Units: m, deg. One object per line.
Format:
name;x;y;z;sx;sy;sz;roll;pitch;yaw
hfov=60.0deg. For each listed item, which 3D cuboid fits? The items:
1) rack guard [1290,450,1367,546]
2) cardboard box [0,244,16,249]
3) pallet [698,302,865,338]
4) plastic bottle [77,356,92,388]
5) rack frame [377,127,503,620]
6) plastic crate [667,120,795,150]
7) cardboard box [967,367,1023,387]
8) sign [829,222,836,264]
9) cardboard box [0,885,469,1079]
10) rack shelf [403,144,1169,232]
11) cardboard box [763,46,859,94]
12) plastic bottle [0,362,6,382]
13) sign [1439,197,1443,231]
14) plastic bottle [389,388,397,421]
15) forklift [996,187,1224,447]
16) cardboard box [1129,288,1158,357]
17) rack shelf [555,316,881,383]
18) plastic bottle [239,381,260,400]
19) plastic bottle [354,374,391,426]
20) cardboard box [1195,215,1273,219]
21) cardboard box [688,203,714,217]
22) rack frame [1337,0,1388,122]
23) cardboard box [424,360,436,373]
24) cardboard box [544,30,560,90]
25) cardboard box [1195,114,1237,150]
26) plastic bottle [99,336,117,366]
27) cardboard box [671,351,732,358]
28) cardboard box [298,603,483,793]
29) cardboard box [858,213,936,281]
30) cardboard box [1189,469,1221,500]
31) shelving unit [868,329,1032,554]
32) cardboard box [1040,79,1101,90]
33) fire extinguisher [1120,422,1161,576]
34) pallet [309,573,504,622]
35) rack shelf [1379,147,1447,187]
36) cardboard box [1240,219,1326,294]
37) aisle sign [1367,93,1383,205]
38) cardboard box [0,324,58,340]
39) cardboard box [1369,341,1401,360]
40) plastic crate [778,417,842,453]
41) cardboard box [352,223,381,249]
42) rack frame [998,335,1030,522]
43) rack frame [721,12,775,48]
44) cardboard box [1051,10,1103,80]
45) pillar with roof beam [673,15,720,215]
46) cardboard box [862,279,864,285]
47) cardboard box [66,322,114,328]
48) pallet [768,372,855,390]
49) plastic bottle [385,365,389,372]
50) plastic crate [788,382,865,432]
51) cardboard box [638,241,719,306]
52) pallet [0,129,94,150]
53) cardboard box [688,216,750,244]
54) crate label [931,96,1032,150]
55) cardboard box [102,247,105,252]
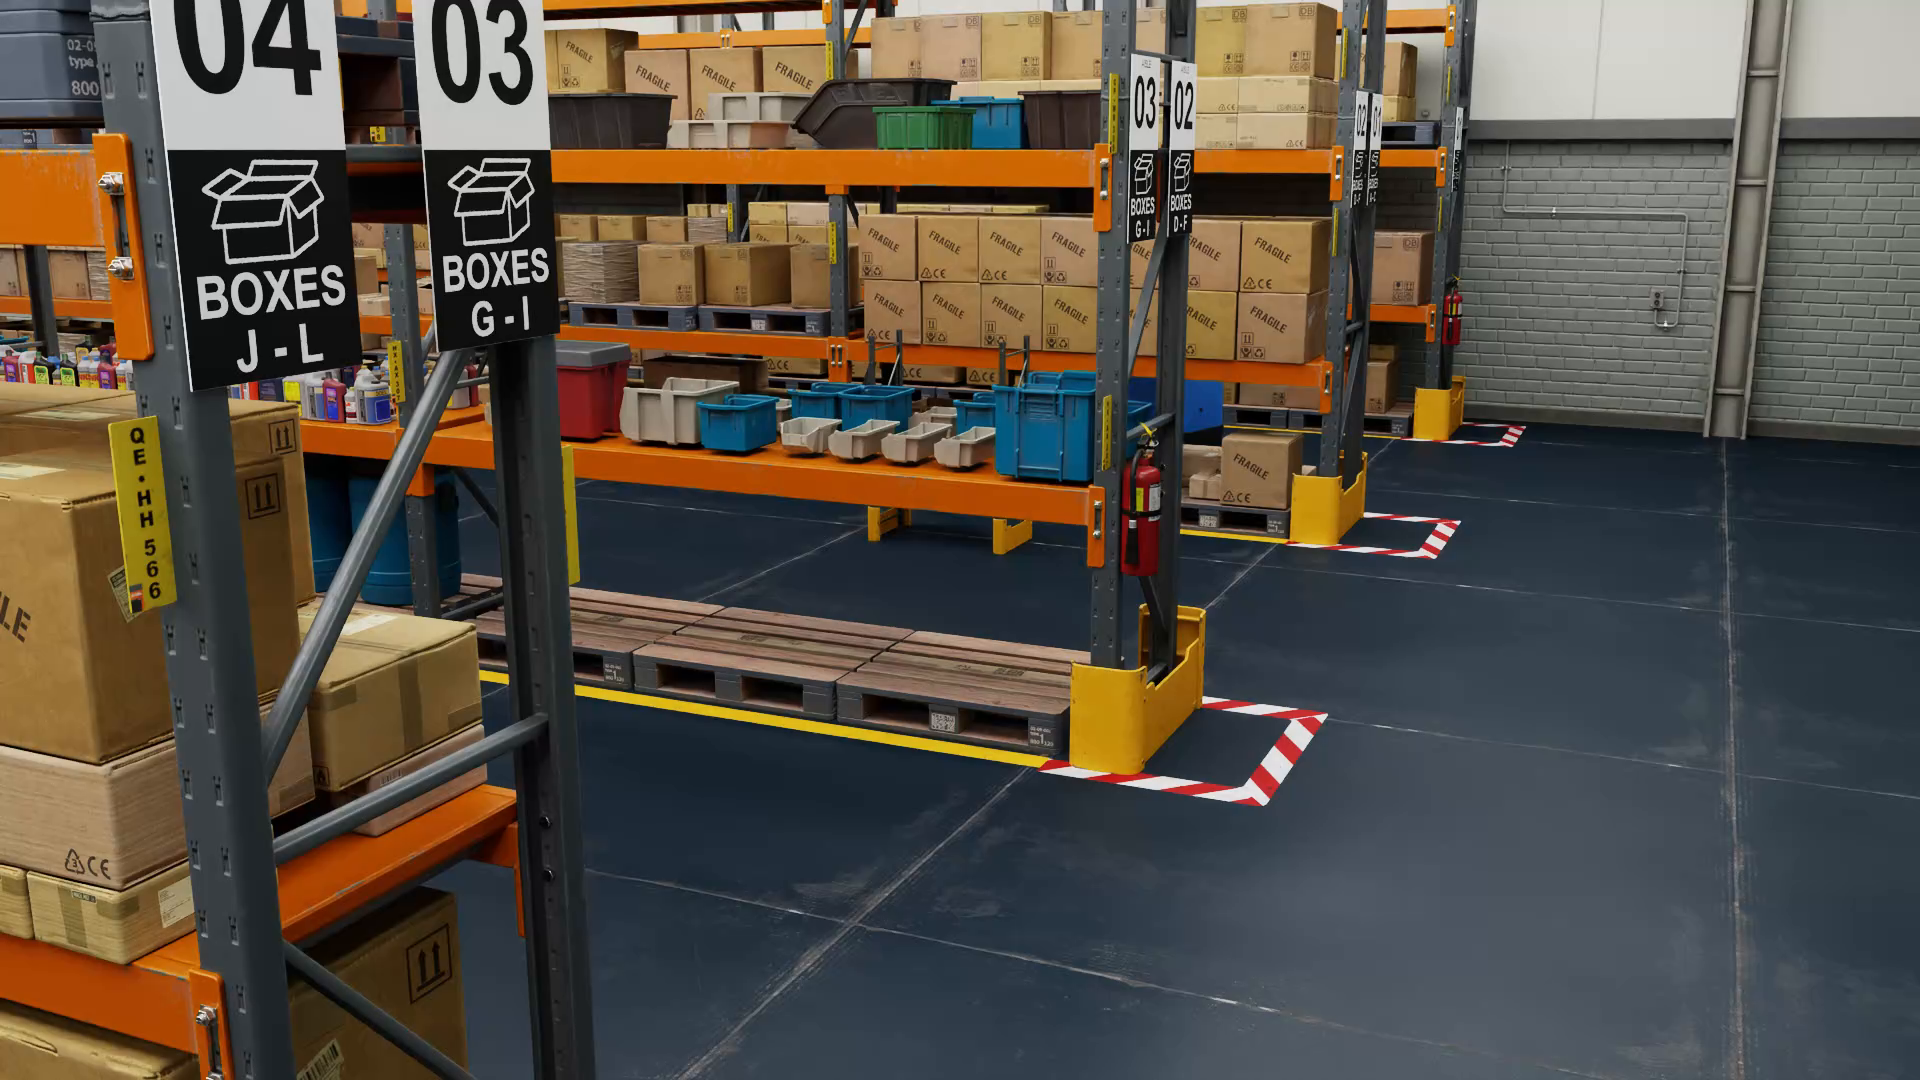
rack guard;2.798;-0.335;12.588;0.348;0.500;1.175;6;14;23
cardboard box;-9.844;-3.142;17.439;0.250;0.149;0.380;6;15;25
pallet;-1.476;-1.918;14.284;1.213;0.211;1.003;6;14;23
plastic bottle;-5.341;-0.988;10.179;0.097;0.271;0.097;0;13;0
rack frame;-2.799;-0.881;9.442;0.127;3.000;1.000;6;14;23
plastic crate;-1.132;-1.982;8.146;0.530;0.136;0.437;6;14;23
cardboard box;0.566;-2.141;18.599;0.750;0.750;0.750;6;14;24
sign;-1.011;-2.362;13.222;0.005;0.325;0.100;6;14;23
cardboard box;-1.766;1.311;3.832;0.875;0.875;0.875;6;14;23
rack shelf;-0.971;-1.806;8.393;4.000;0.370;1.077;6;14;23
cardboard box;-1.220;-3.739;13.700;0.600;0.600;0.600;4;14;18
plastic bottle;-6.008;-1.021;10.475;0.097;0.201;0.097;0;13;0
sign;4.638;-3.147;16.046;0.005;0.325;0.100;6;14;23
plastic bottle;-3.257;-0.781;9.451;0.097;0.201;0.097;0;13;0
forklift;1.014;-2.340;15.811;3.031;2.935;1.130;11;17;40
cardboard box;1.418;-1.673;12.598;0.500;0.500;0.500;6;14;24
rack shelf;-2.618;-1.750;14.720;4.000;0.370;1.077;6;14;23
plastic bottle;-4.086;-0.870;9.667;0.135;0.276;0.152;6;14;23
plastic bottle;-3.291;-0.789;9.324;0.135;0.276;0.152;6;14;23
cardboard box;2.088;-2.223;12.756;0.500;0.500;0.500;6;14;24
cardboard box;-3.072;-3.951;19.925;0.250;0.149;0.380;3;14;14
rack frame;2.867;-4.465;11.587;0.127;3.000;1.000;6;14;23
cardboard box;-5.291;-1.581;16.296;0.500;0.311;0.500;5;14;22
cardboard box;-3.584;-4.192;14.580;0.500;0.500;0.500;6;14;23
cardboard box;1.838;-2.973;12.121;0.500;0.250;0.500;6;14;23
plastic bottle;-5.703;-1.224;11.162;0.133;0.283;0.061;6;14;23
cardboard box;-3.123;-2.373;20.310;0.500;0.500;0.700;6;14;24
cardboard box;-1.478;0.351;3.869;0.500;0.250;0.500;5;14;22
cardboard box;-0.473;-2.348;13.288;0.500;0.500;0.500;6;15;25
cardboard box;1.937;-0.435;12.781;0.250;0.166;0.380;6;14;23
shelving unit;-0.070;-0.737;12.114;1.083;1.500;0.587;6;14;23
cardboard box;0.922;-3.308;12.454;0.500;0.250;0.500;6;14;23
fire extinguisher;0.812;-0.182;7.452;0.183;0.674;0.296;6;14;23
pallet;-3.488;0.397;10.102;1.213;0.211;1.003;6;14;23
rack shelf;3.042;-3.875;17.211;4.000;0.370;1.077;6;14;23
cardboard box;2.349;-2.064;12.077;0.500;0.500;0.500;6;14;23
aisle sign;3.049;-2.865;12.210;0.004;0.787;0.394;6;14;23
cardboard box;-9.991;-2.021;17.759;0.500;0.500;0.500;6;14;23
cardboard box;4.385;-1.957;17.162;0.250;0.149;0.380;6;14;24
plastic crate;-0.763;-0.523;8.364;0.250;0.136;0.298;6;14;23
cardboard box;-7.573;-4.065;21.655;0.500;0.500;0.500;5;14;22
rack frame;0.387;-0.691;11.917;0.032;1.500;0.500;6;14;23
rack frame;-2.444;-6.241;19.152;0.127;3.000;1.000;6;14;23
cardboard box;1.048;-3.738;12.647;0.500;0.500;0.700;6;14;23
pillar with roof beam;-5.026;-5.643;16.603;0.400;9.000;9.100;6;14;23
cardboard box;-1.049;-3.015;19.046;0.250;0.149;0.380;6;14;24
cardboard box;-9.316;-2.087;18.040;0.500;0.500;0.500;6;14;23
pallet;-1.754;-1.874;19.778;1.213;0.211;1.003;6;14;23
plastic bottle;-3.403;-0.977;10.122;0.135;0.276;0.152;6;14;23
plastic crate;-0.713;-0.699;8.905;0.300;0.233;0.416;6;14;23
cardboard box;-2.430;-2.319;14.432;0.500;0.500;0.700;2;13;9
pallet;-5.797;-2.528;10.309;1.213;0.211;1.003;6;14;23
cardboard box;-2.878;-3.624;19.952;0.500;0.500;0.700;4;14;17
crate label;0.145;-2.051;8.190;0.502;0.251;0.408;6;14;23
cardboard box;-8.440;-3.000;16.835;0.250;0.149;0.380;6;14;23
